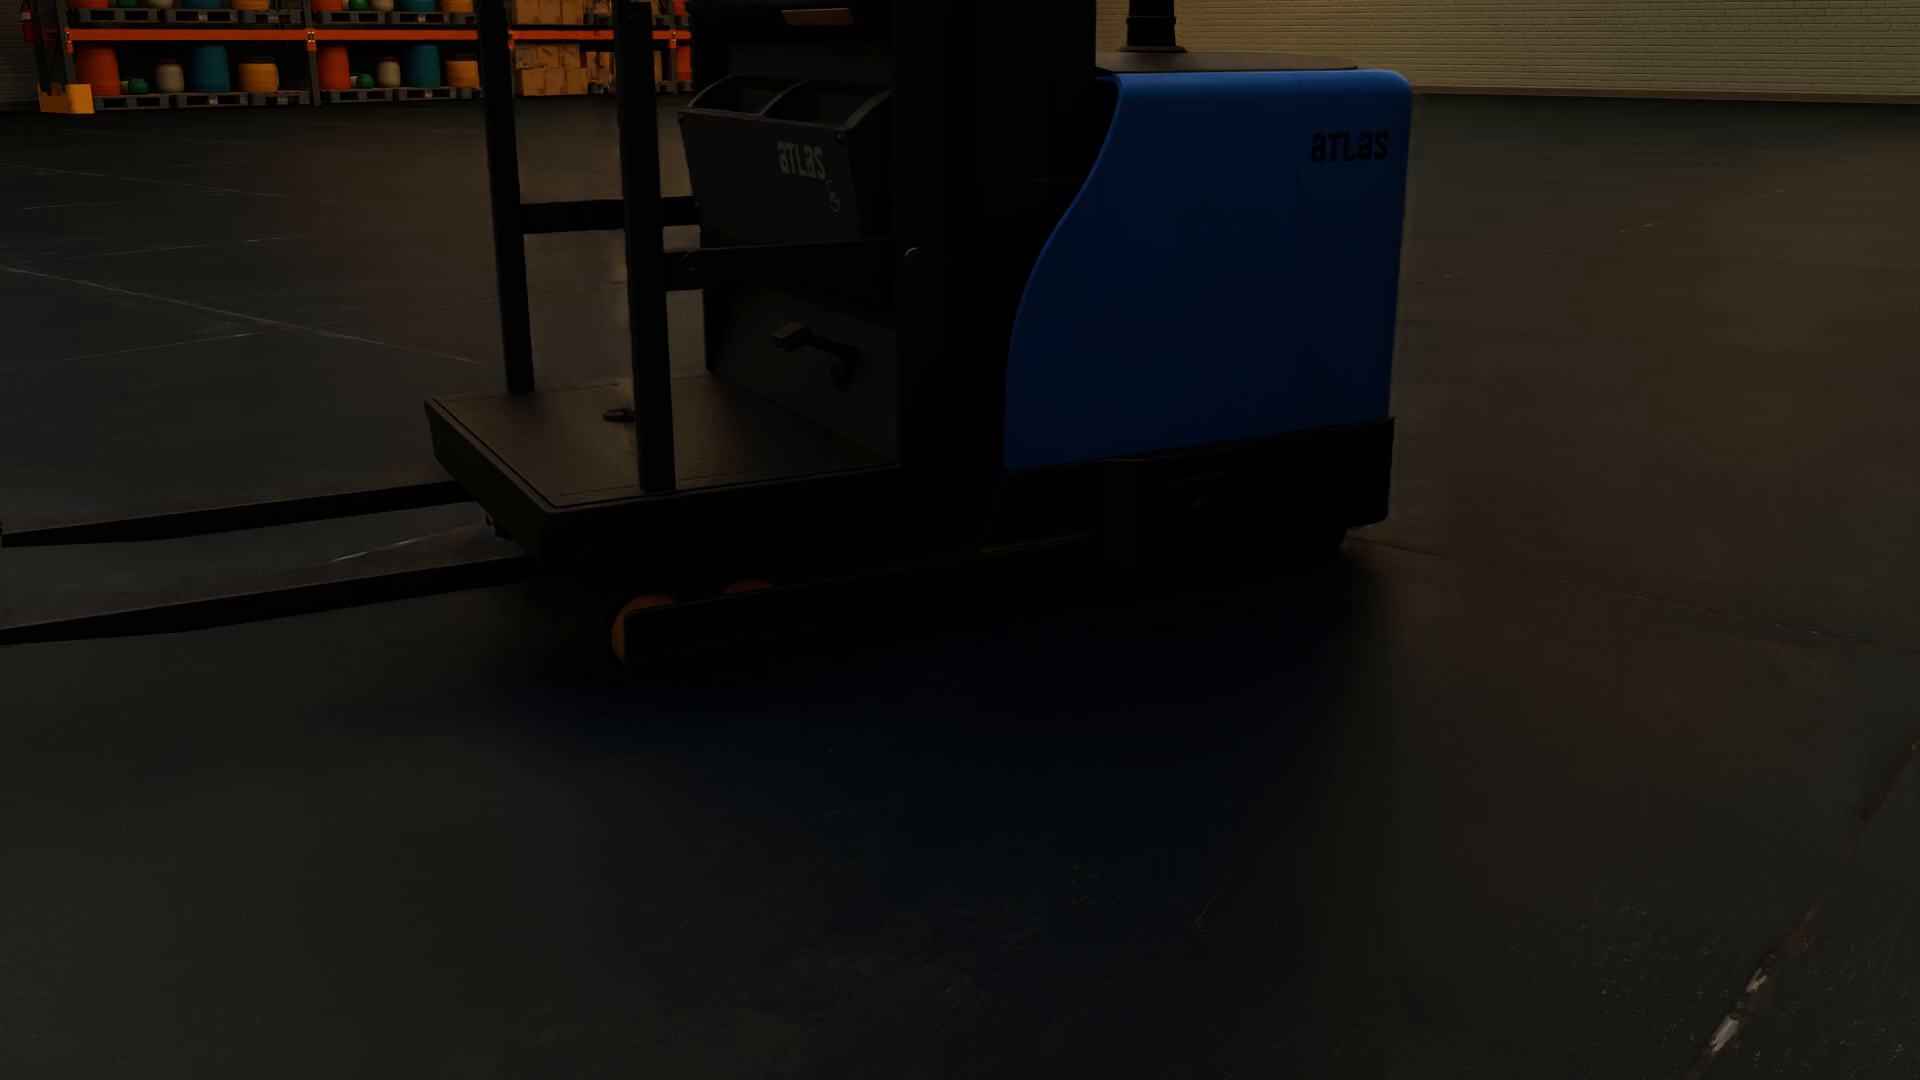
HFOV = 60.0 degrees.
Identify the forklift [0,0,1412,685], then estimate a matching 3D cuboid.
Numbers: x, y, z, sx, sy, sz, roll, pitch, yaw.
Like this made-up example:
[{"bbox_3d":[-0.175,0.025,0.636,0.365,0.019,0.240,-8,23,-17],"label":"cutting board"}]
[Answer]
[{"bbox_3d":[-0.546,-1.311,3.214,3.031,2.935,1.130,-9,19,-27],"label":"forklift"}]
